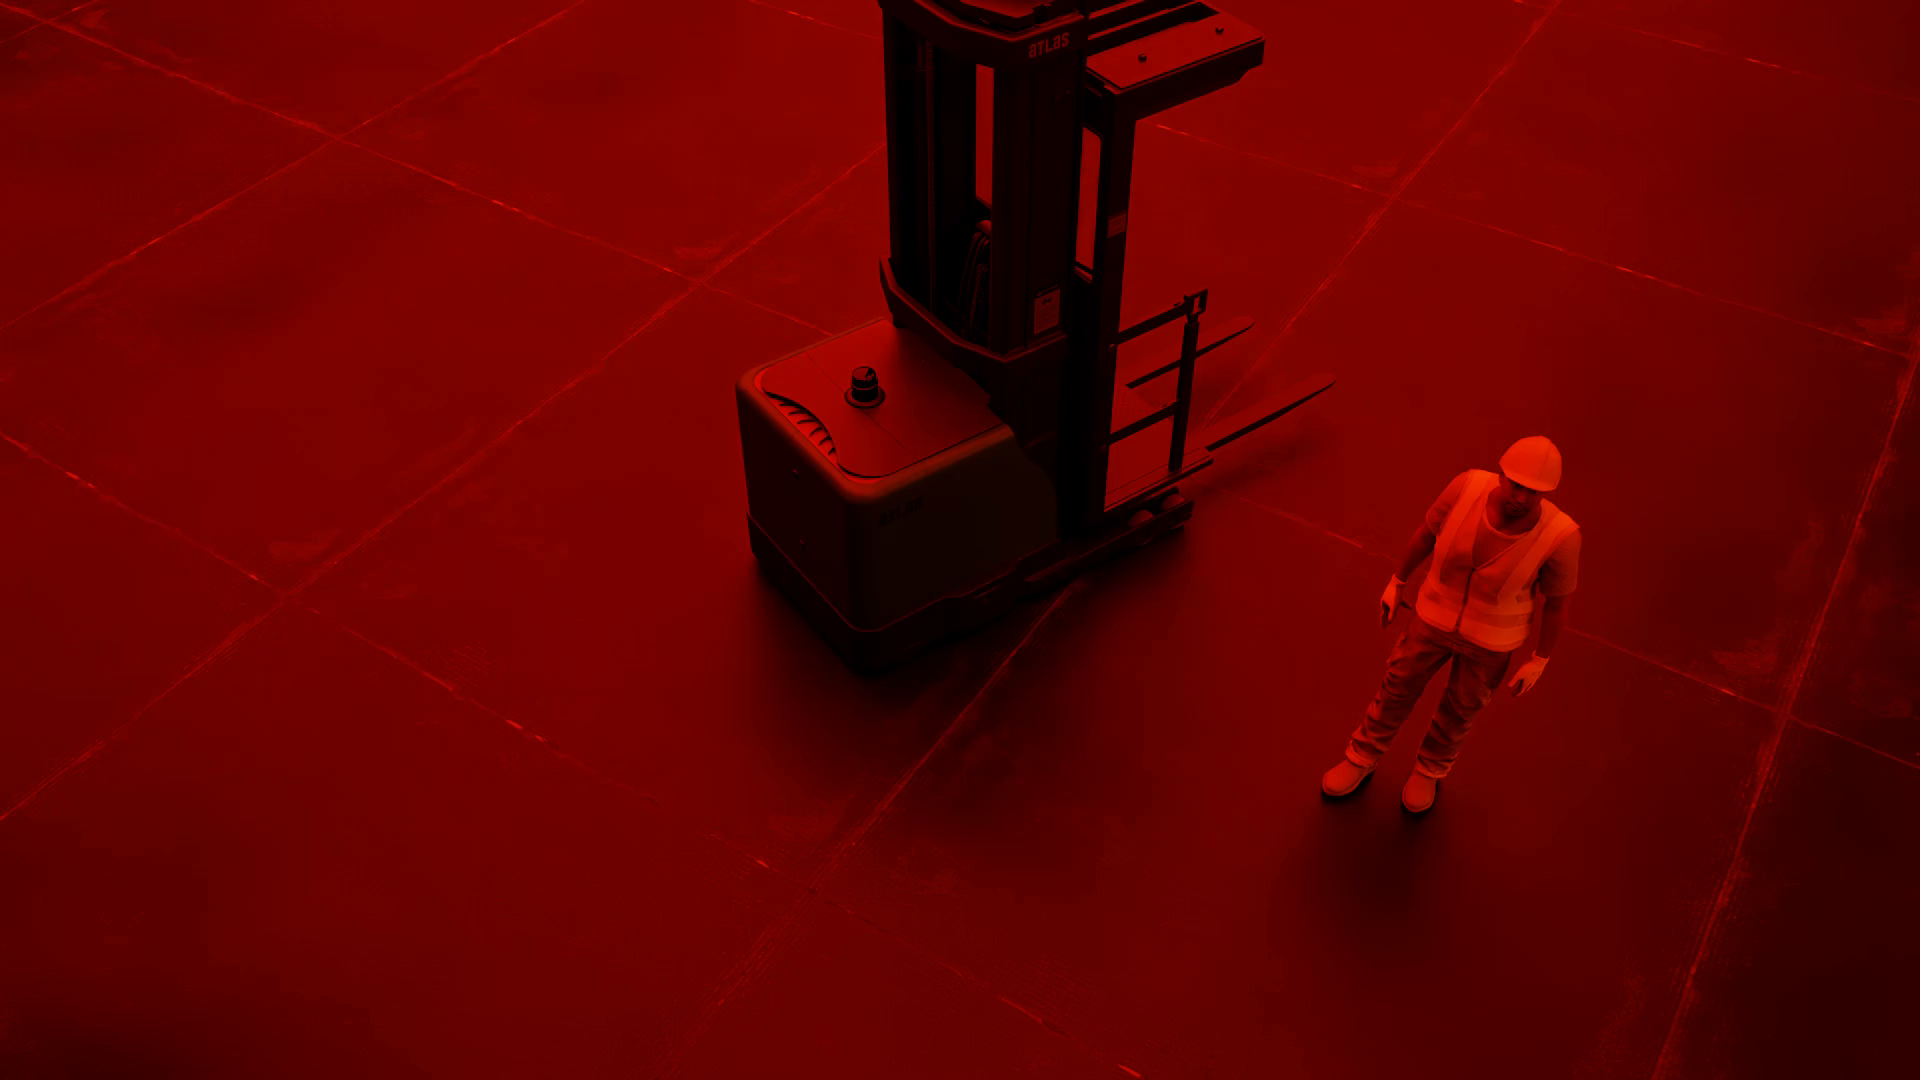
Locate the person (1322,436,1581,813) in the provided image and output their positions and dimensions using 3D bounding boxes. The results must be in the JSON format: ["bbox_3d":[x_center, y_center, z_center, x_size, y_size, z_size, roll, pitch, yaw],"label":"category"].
[{"bbox_3d":[1.887,0.362,6.290,0.656,1.781,0.579,27,50,25],"label":"person"}]

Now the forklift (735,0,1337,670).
[{"bbox_3d":[0.509,-1.313,7.233,3.031,2.935,1.130,-26,49,-25],"label":"forklift"}]
